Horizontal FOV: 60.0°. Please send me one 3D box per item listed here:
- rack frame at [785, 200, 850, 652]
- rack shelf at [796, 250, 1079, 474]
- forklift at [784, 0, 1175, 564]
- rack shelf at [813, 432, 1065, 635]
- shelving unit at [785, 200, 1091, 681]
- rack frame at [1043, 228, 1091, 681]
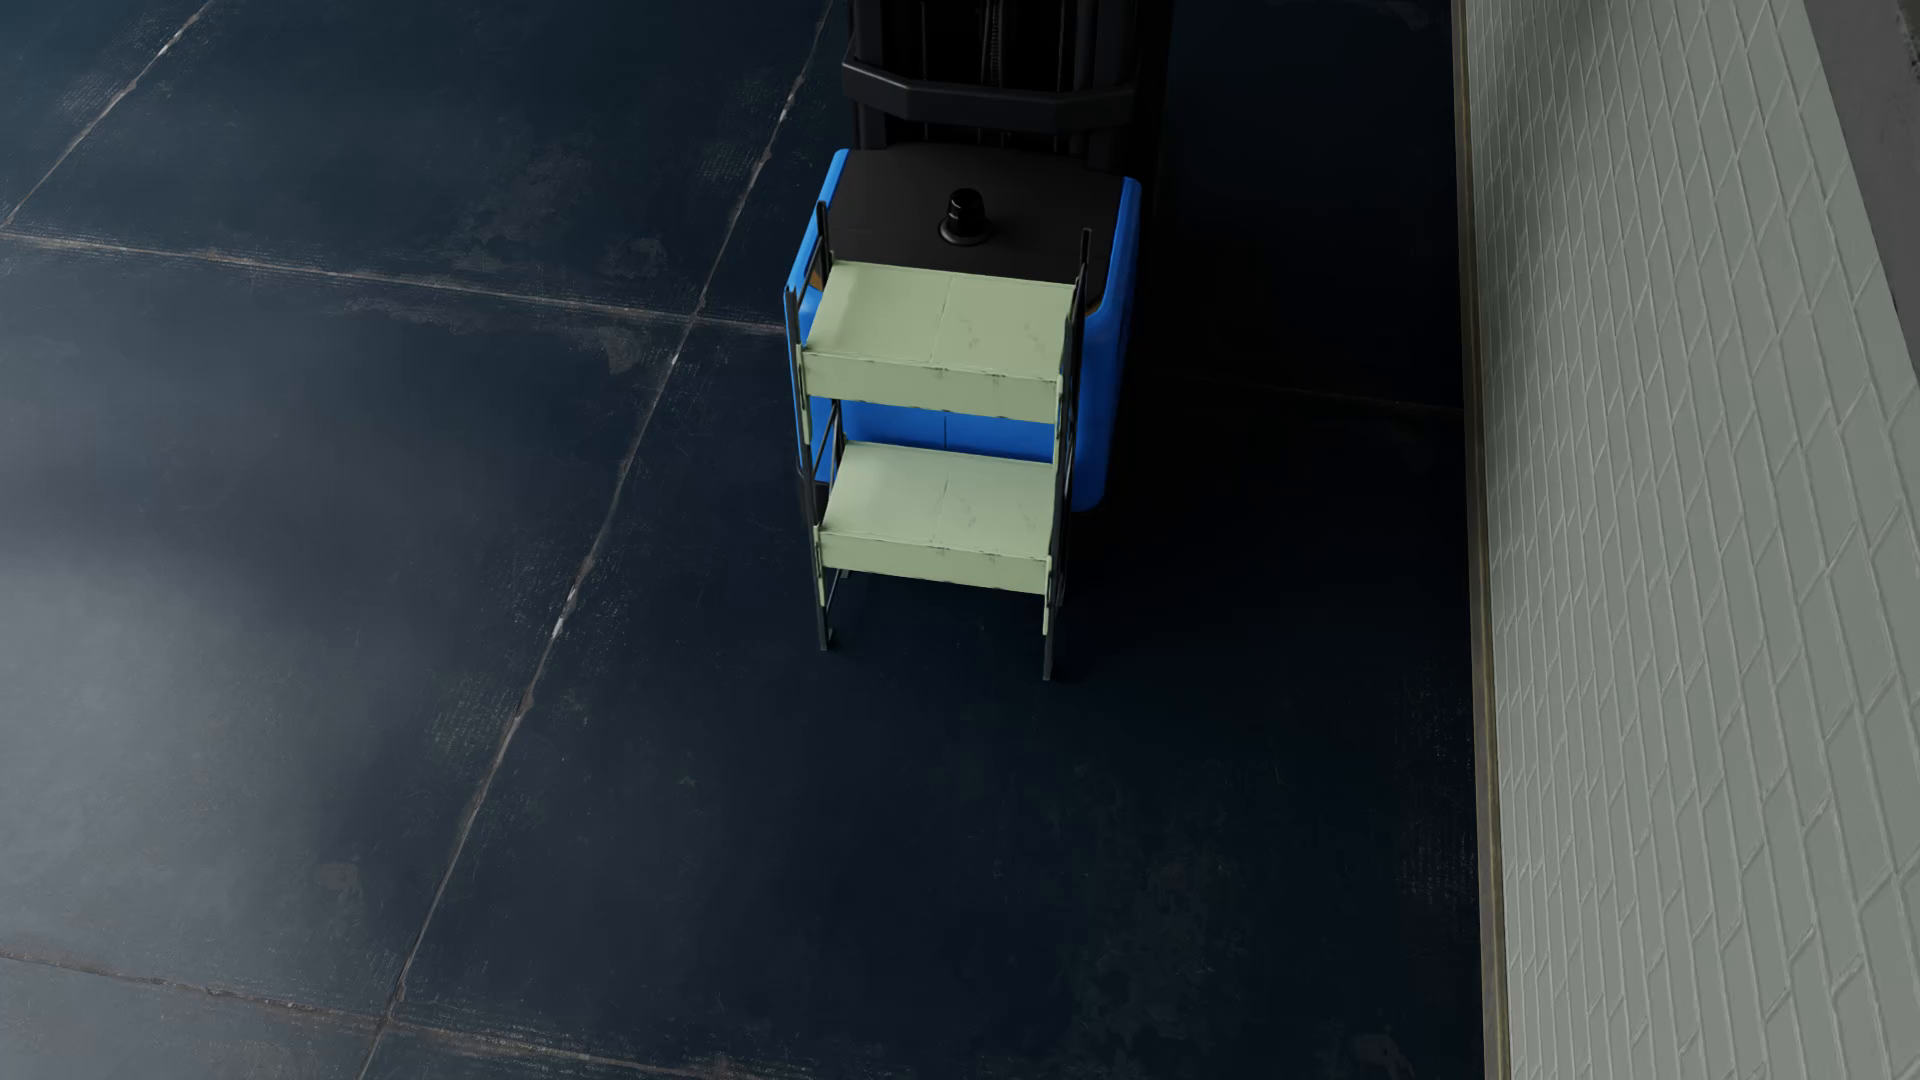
[{"bbox_3d":[-0.411,-0.285,4.998,0.023,1.500,0.400,7,48,6],"label":"rack frame"},{"bbox_3d":[-0.050,-0.501,4.667,0.720,0.370,0.431,7,48,6],"label":"rack shelf"},{"bbox_3d":[0.203,-2.015,5.590,1.130,2.935,3.031,7,48,6],"label":"forklift"},{"bbox_3d":[-0.050,-0.022,5.200,0.720,0.370,0.431,7,48,6],"label":"rack shelf"},{"bbox_3d":[-0.050,-0.240,4.958,0.755,1.500,0.431,7,48,6],"label":"shelving unit"},{"bbox_3d":[0.311,-0.195,4.917,0.023,1.500,0.400,7,48,6],"label":"rack frame"}]
